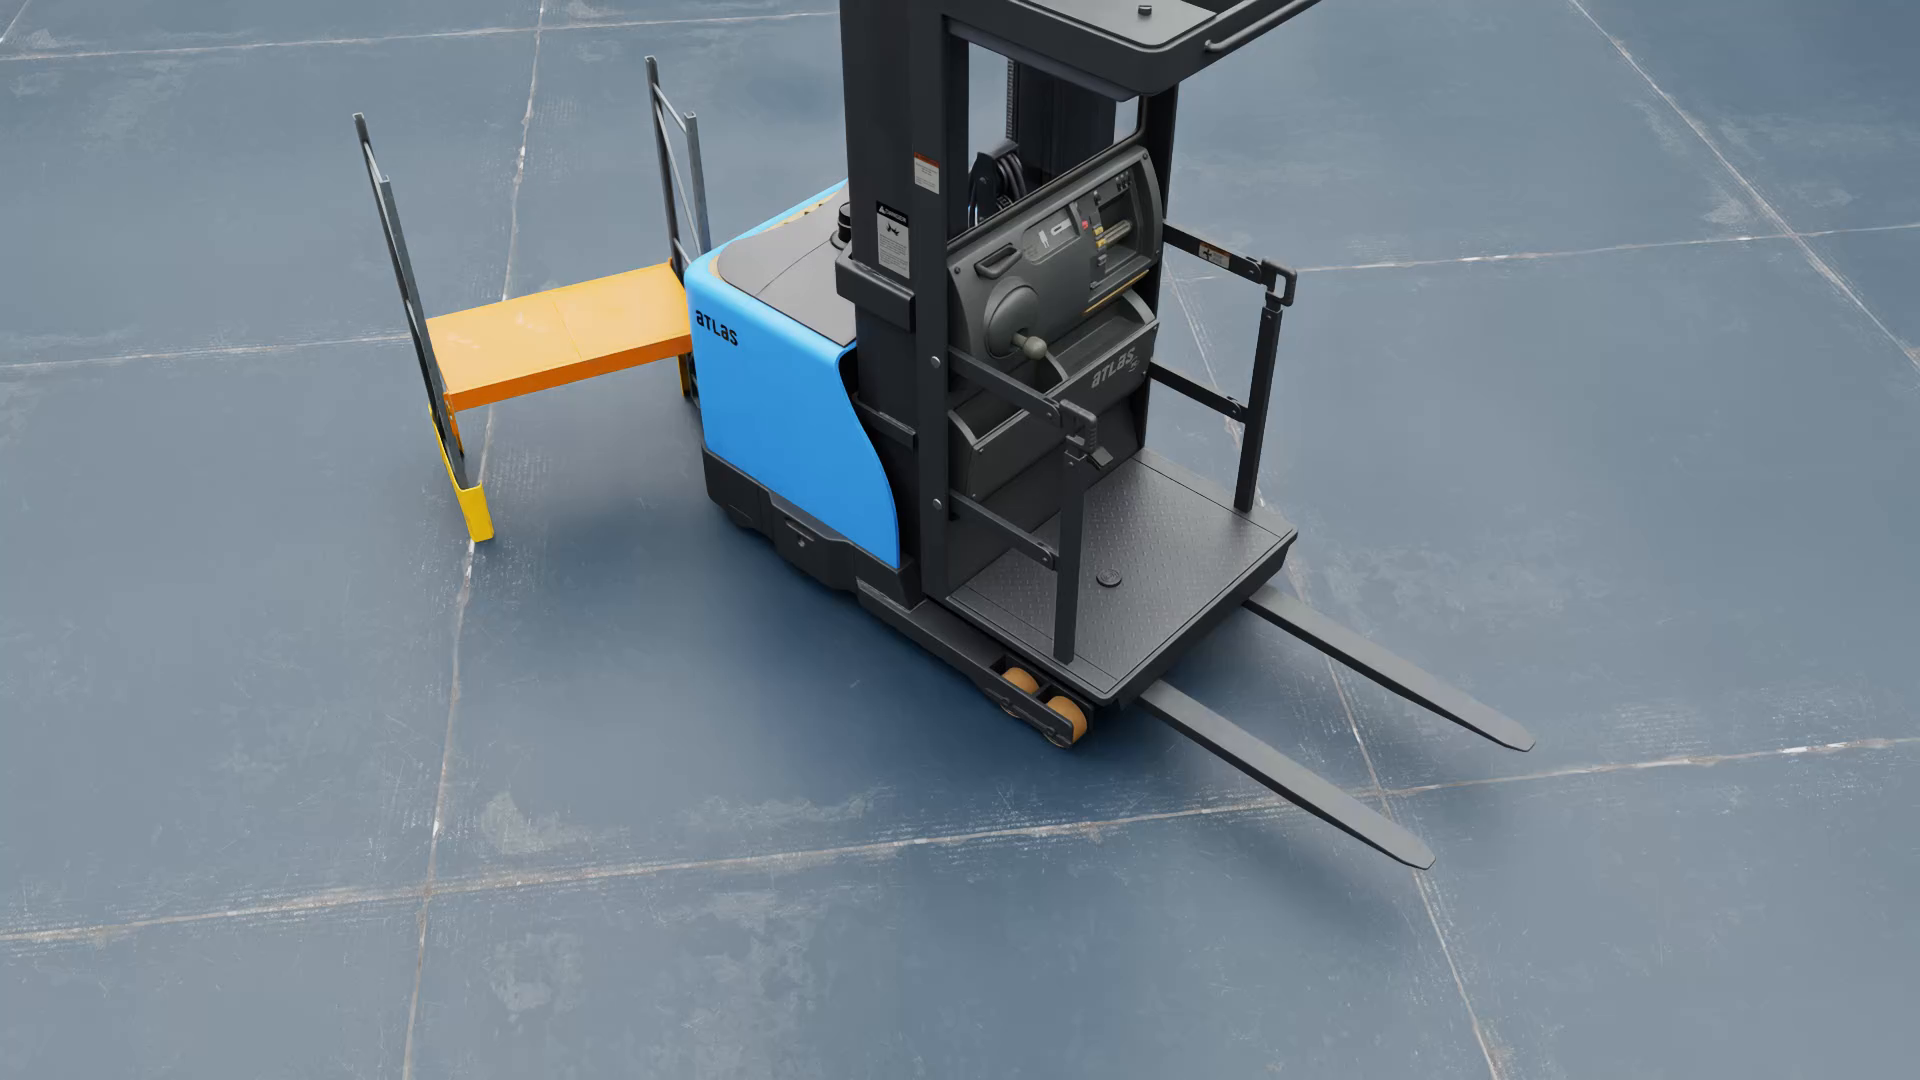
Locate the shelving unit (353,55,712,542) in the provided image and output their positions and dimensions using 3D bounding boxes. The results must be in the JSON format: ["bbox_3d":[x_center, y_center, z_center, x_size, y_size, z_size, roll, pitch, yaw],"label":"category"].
[{"bbox_3d":[-1.458,-0.874,6.100,1.083,1.500,0.587,-17,45,-18],"label":"shelving unit"}]

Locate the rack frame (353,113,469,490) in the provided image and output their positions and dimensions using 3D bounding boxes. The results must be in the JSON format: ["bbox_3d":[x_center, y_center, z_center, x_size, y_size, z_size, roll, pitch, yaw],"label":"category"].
[{"bbox_3d":[-1.928,-0.729,5.939,0.032,1.500,0.500,-17,45,-18],"label":"rack frame"}]

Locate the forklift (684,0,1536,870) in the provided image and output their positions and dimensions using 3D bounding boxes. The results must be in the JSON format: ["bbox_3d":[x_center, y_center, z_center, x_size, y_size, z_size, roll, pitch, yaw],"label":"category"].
[{"bbox_3d":[0.464,-0.807,4.956,3.031,2.935,1.130,31,51,30],"label":"forklift"}]

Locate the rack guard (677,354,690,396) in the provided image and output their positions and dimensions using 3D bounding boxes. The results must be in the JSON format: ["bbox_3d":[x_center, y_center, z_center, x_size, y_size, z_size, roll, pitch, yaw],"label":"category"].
[{"bbox_3d":[-1.005,-0.550,6.673,0.087,0.250,0.587,-17,45,-18],"label":"rack guard"}]

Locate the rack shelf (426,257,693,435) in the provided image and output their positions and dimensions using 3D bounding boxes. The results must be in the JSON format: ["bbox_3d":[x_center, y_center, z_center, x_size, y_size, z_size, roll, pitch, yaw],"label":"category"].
[{"bbox_3d":[-1.466,-0.738,6.217,1.000,0.185,0.538,-17,45,-18],"label":"rack shelf"}]

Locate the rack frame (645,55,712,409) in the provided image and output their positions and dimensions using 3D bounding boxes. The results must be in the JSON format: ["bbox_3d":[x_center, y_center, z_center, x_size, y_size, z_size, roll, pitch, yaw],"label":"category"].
[{"bbox_3d":[-1.004,-1.014,6.255,0.032,1.500,0.500,-17,45,-18],"label":"rack frame"}]

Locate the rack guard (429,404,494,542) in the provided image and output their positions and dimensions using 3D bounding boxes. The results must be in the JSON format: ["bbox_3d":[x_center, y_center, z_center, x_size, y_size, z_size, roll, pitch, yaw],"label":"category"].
[{"bbox_3d":[-1.910,-0.271,6.363,0.087,0.250,0.587,-17,45,-18],"label":"rack guard"}]
